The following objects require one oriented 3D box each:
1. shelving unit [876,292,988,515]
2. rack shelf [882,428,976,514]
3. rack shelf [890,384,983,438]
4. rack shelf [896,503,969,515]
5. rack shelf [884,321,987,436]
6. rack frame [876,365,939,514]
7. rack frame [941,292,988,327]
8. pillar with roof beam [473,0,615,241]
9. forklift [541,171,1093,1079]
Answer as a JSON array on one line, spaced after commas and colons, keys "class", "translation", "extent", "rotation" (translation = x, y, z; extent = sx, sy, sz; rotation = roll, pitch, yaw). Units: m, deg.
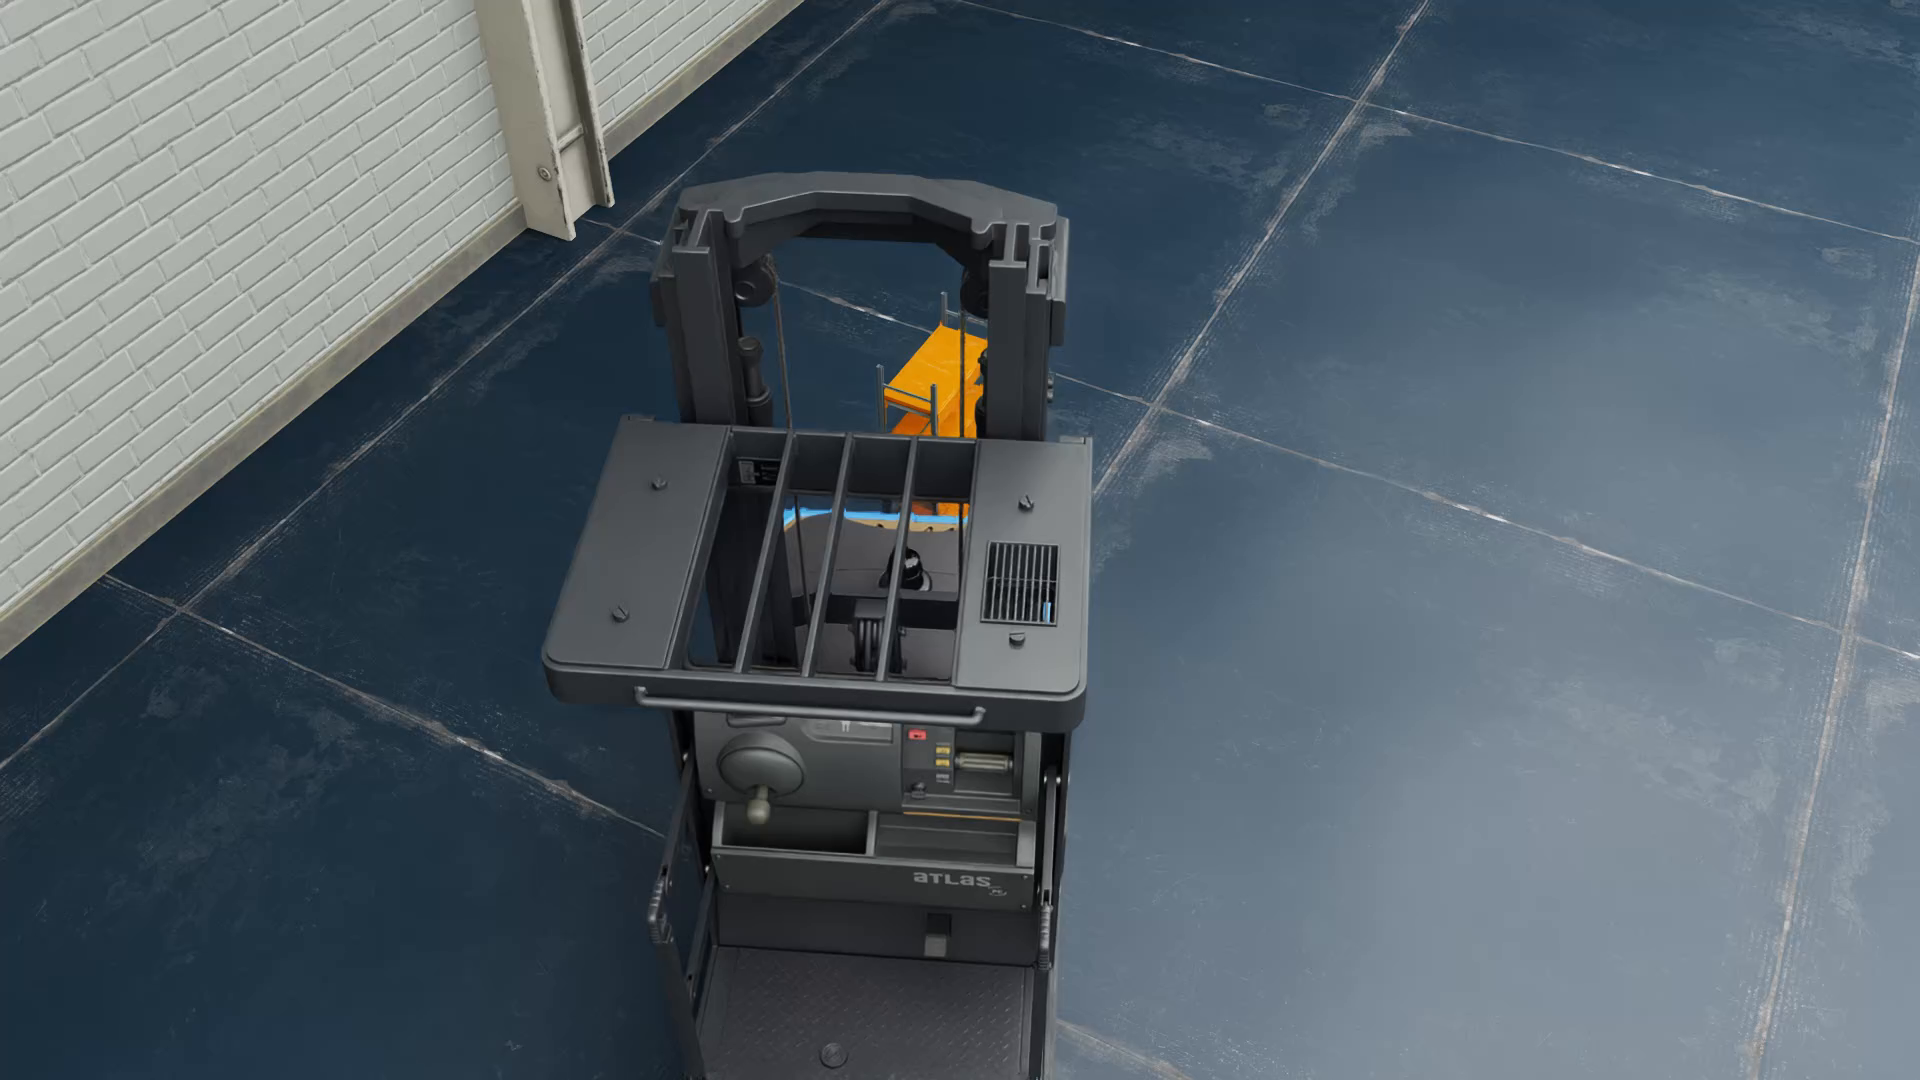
[{"class": "shelving unit", "translation": [-0.077, -0.317, 6.500], "extent": [0.258, 1.200, 0.503], "rotation": [20, 49, 19]}, {"class": "rack shelf", "translation": [-0.077, -0.270, 6.548], "extent": [0.258, 0.148, 0.480], "rotation": [20, 49, 19]}, {"class": "rack shelf", "translation": [-0.077, -0.427, 6.389], "extent": [0.258, 0.148, 0.480], "rotation": [20, 49, 19]}, {"class": "rack shelf", "translation": [-0.077, -0.131, 6.689], "extent": [0.258, 0.148, 0.480], "rotation": [20, 49, 19]}, {"class": "rack shelf", "translation": [-0.077, -0.594, 6.221], "extent": [0.258, 0.148, 0.480], "rotation": [20, 49, 19]}, {"class": "rack frame", "translation": [-0.190, -0.164, 6.348], "extent": [0.240, 1.200, 0.015], "rotation": [20, 49, 19]}, {"class": "rack frame", "translation": [0.036, -0.471, 6.652], "extent": [0.240, 1.200, 0.015], "rotation": [20, 49, 19]}, {"class": "pillar with roof beam", "translation": [1.765, -3.453, 4.116], "extent": [9.100, 9.000, 0.400], "rotation": [20, 49, 19]}, {"class": "forklift", "translation": [-0.261, 0.677, 4.300], "extent": [1.130, 2.935, 3.031], "rotation": [3, 45, 3]}]
